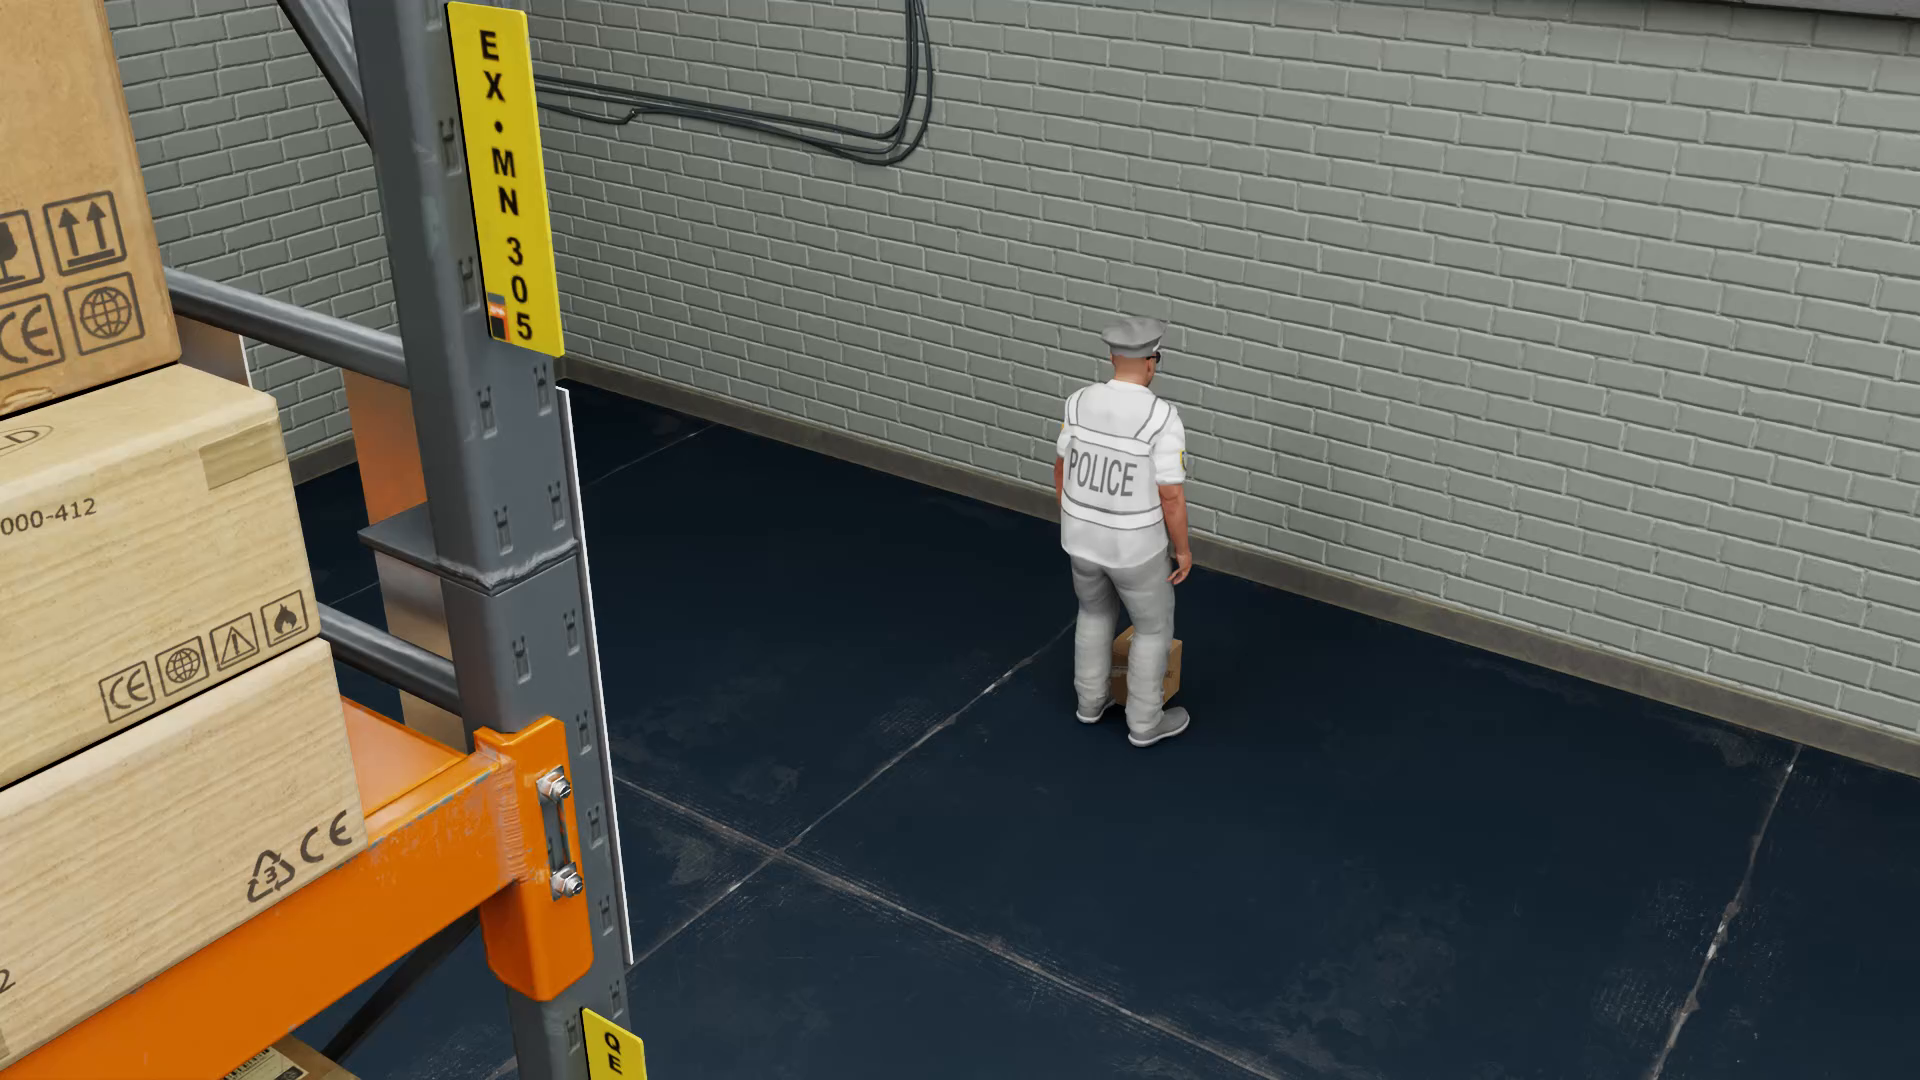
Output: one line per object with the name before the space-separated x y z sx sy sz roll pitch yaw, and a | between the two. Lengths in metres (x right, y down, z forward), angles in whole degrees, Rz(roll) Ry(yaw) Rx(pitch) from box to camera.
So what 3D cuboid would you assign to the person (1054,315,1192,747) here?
person | 0.645 -0.012 6.631 0.587 1.748 0.467 17 32 31
